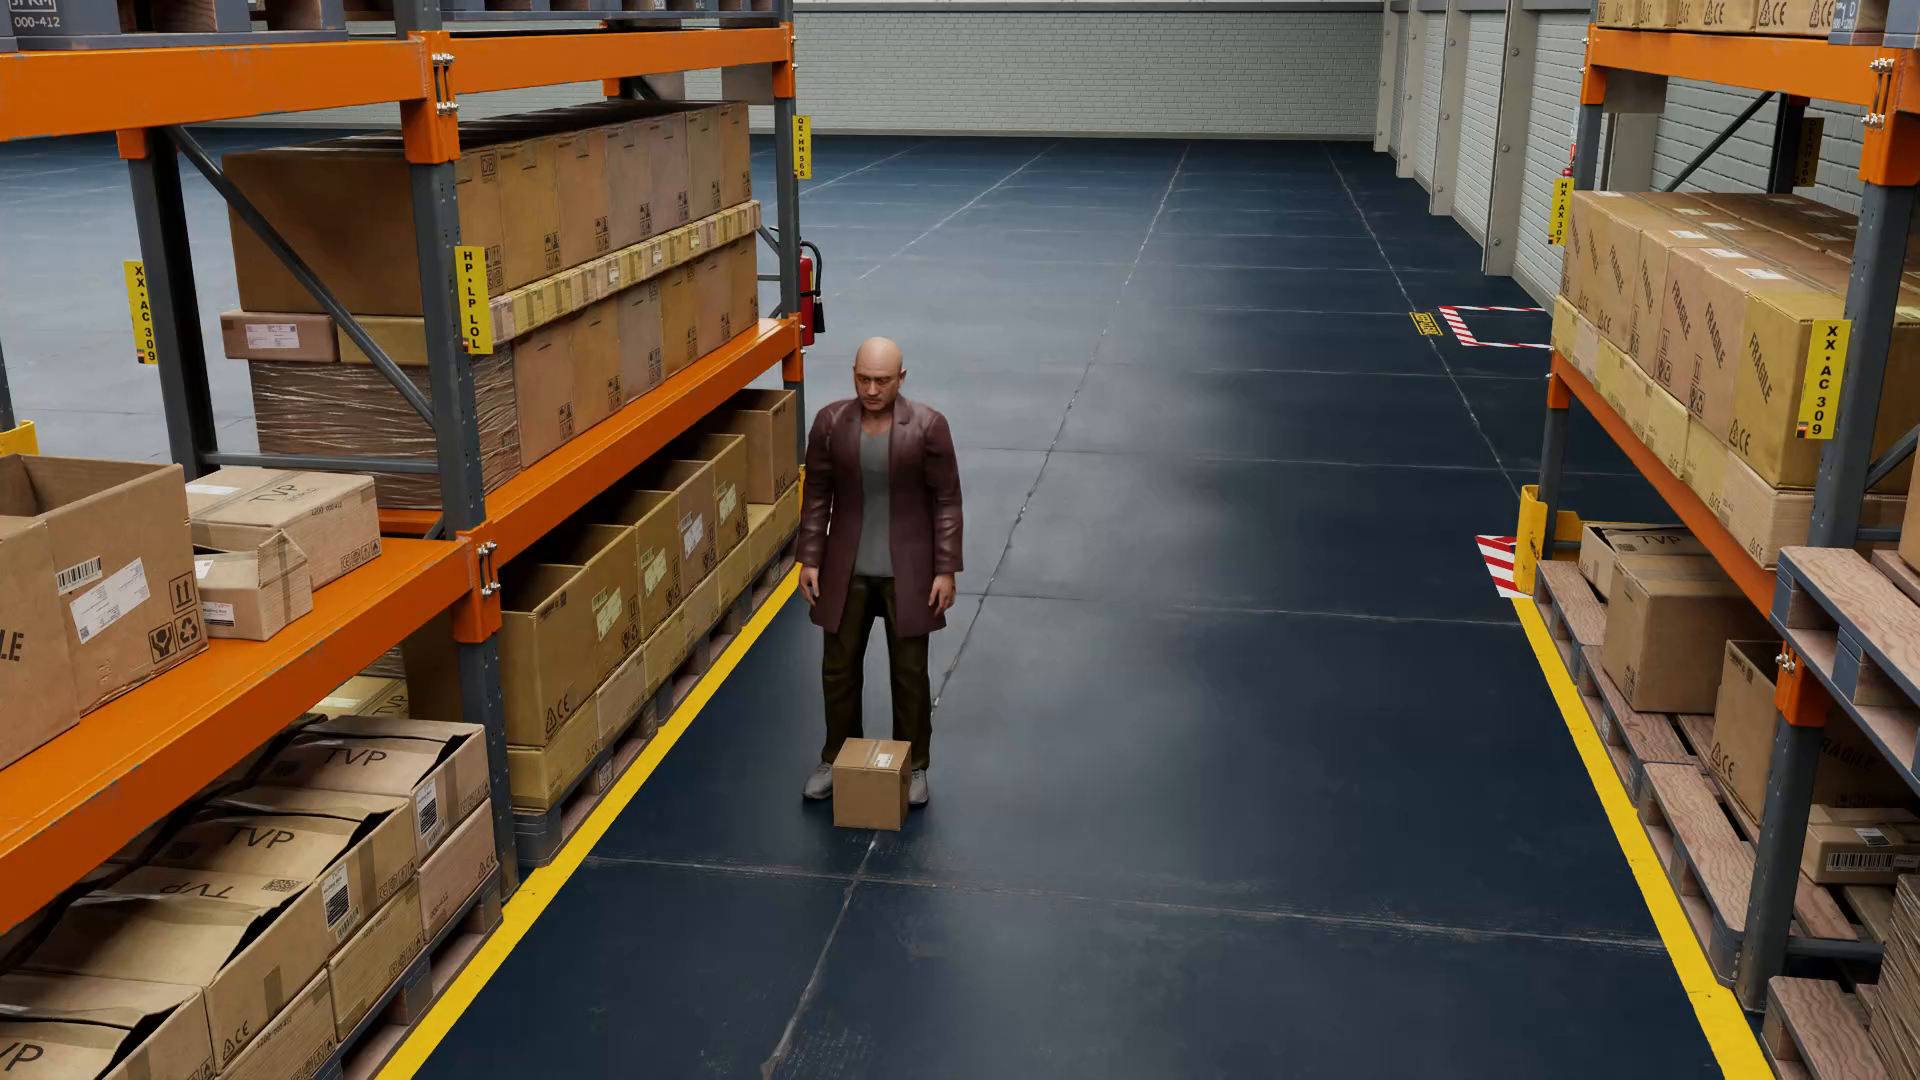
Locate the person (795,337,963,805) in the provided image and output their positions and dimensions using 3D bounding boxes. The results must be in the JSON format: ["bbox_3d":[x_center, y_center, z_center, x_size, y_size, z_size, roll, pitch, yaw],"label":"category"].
[{"bbox_3d":[-0.302,0.113,6.220,0.643,1.774,0.423,3,18,10],"label":"person"}]
